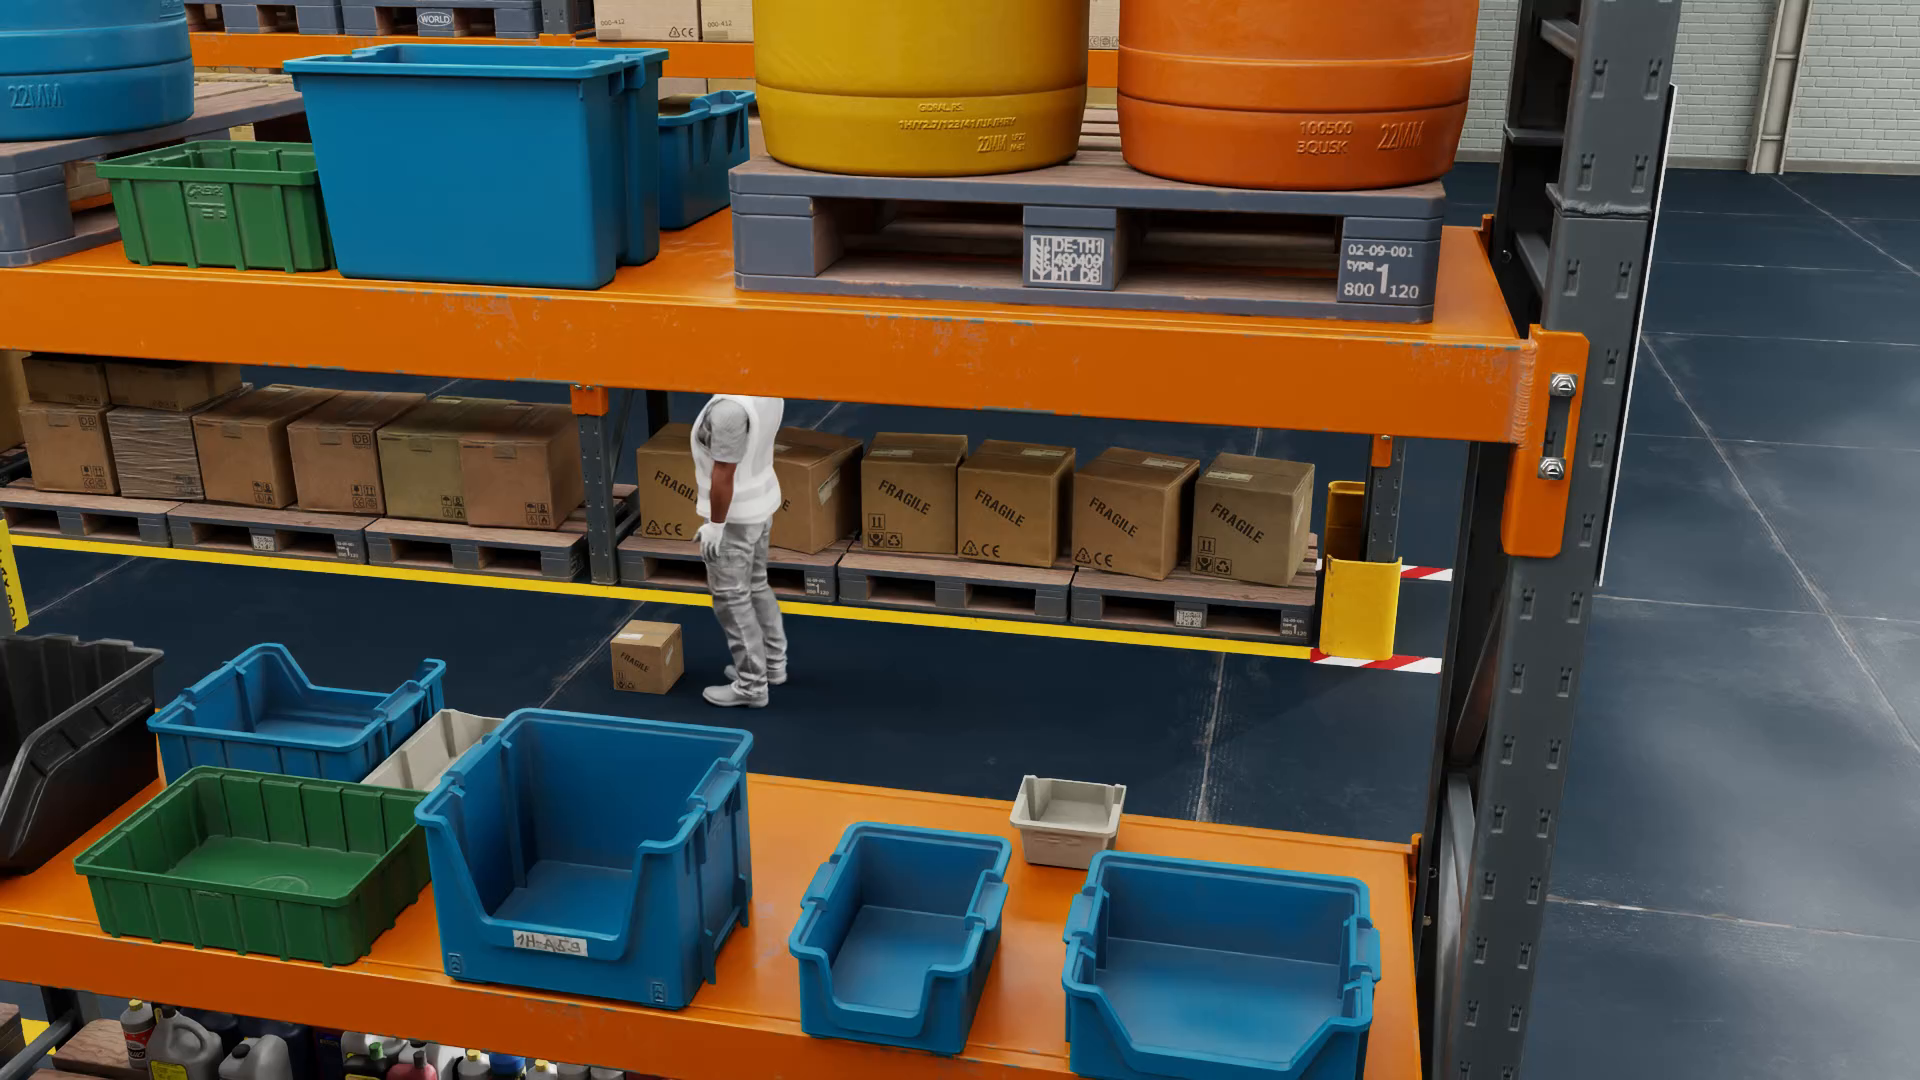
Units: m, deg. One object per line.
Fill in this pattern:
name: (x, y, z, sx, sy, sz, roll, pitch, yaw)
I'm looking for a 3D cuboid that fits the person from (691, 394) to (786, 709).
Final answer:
person: (-0.980, -0.118, 7.369, 0.354, 1.781, 0.545, 5, 22, 12)
